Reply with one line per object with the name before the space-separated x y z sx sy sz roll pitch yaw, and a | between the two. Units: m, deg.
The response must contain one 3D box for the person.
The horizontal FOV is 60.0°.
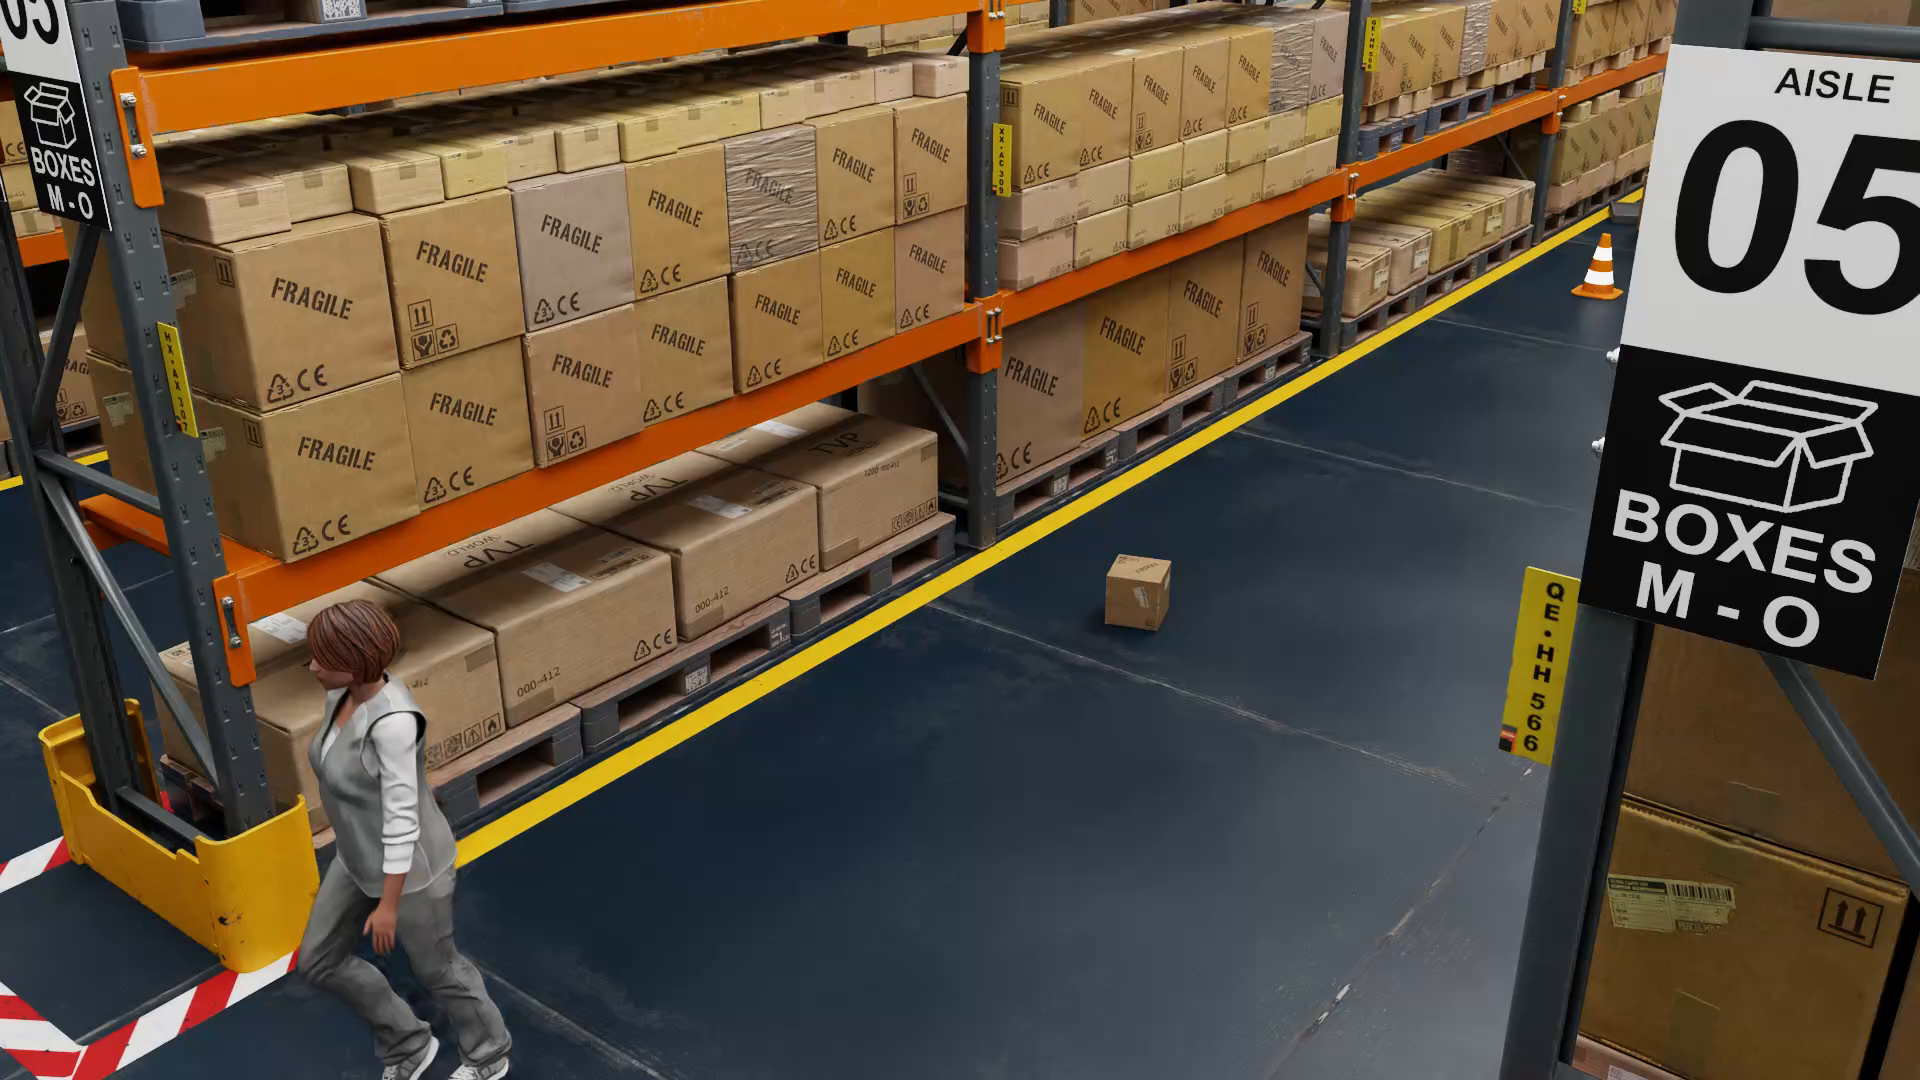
person | -1.556 0.904 4.536 0.508 1.612 0.459 -20 31 -38
